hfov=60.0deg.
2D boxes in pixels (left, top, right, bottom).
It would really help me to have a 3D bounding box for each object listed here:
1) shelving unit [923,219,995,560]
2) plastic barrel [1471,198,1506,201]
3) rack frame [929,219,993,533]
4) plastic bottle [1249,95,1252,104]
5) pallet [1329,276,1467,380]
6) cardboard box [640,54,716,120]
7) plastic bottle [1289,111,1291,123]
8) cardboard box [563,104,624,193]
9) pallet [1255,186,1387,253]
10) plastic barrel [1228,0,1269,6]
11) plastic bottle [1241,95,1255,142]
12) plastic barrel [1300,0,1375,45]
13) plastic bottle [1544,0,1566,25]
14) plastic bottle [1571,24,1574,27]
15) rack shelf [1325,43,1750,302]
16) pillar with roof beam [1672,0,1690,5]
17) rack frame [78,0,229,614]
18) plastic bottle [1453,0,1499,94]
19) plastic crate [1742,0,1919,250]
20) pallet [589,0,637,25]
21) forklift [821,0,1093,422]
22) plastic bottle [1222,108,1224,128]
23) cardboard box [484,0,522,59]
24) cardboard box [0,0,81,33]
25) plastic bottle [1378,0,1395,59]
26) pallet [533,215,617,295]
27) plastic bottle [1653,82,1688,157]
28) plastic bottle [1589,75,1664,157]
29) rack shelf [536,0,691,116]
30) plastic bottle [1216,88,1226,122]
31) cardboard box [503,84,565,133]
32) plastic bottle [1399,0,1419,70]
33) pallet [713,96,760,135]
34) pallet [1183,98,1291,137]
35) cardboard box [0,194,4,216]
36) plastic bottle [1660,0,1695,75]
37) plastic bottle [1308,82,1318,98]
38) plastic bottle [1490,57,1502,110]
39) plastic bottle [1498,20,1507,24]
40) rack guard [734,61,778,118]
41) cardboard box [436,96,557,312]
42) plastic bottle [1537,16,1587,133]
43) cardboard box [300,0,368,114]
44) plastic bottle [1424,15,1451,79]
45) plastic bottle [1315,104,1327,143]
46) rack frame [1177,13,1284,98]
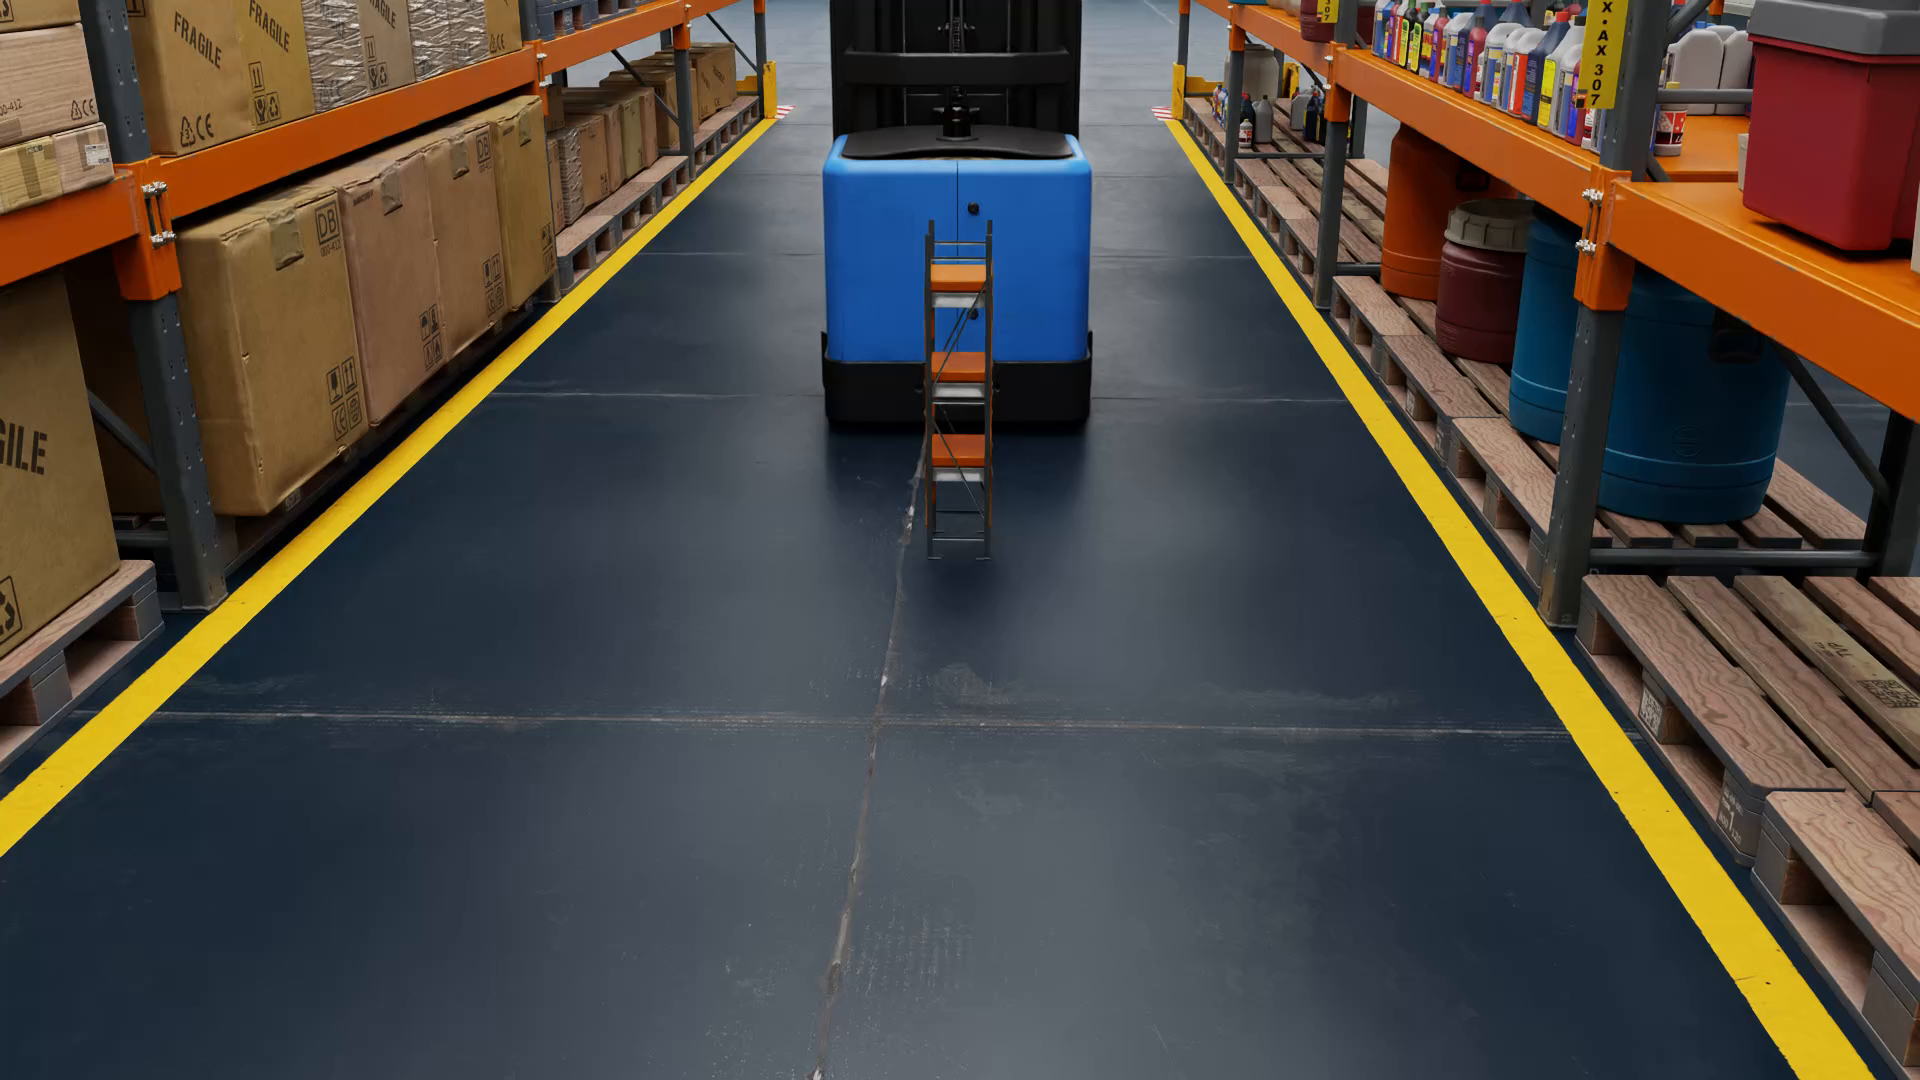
[{"bbox_3d":[-0.002,-0.470,5.289,0.215,1.050,0.252,1,21,2],"label":"shelving unit"},{"bbox_3d":[2.414,-1.251,7.465,0.421,0.512,0.421,0,21,0],"label":"plastic barrel"},{"bbox_3d":[0.002,-0.514,5.403,0.200,1.050,0.008,1,21,2],"label":"rack frame"},{"bbox_3d":[2.312,-3.413,13.324,0.061,0.283,0.133,1,21,2],"label":"plastic bottle"},{"bbox_3d":[2.358,-1.012,7.845,1.003,0.211,1.213,1,21,2],"label":"pallet"},{"bbox_3d":[-2.425,-3.906,14.325,0.500,0.500,0.500,3,21,7],"label":"cardboard box"},{"bbox_3d":[2.801,-3.575,13.856,0.097,0.201,0.097,0,21,0],"label":"plastic bottle"},{"bbox_3d":[-2.579,-2.541,10.780,0.700,0.500,0.500,-1,21,-3],"label":"cardboard box"},{"bbox_3d":[2.442,-2.017,10.435,1.003,0.211,1.213,1,21,2],"label":"pallet"},{"bbox_3d":[2.147,-4.141,11.361,0.600,0.901,0.708,1,21,2],"label":"plastic barrel"},{"bbox_3d":[2.193,-3.250,12.811,0.144,0.351,0.185,0,21,0],"label":"plastic bottle"},{"bbox_3d":[2.051,-2.832,8.492,0.600,0.536,0.708,1,21,2],"label":"plastic barrel"},{"bbox_3d":[2.754,-2.392,7.708,0.061,0.283,0.133,1,21,2],"label":"plastic bottle"},{"bbox_3d":[2.722,-2.194,7.310,0.097,0.201,0.097,0,21,0],"label":"plastic bottle"},{"bbox_3d":[2.279,-1.539,6.342,1.077,0.370,4.000,1,21,2],"label":"rack shelf"},{"bbox_3d":[9.574,-14.471,30.383,9.100,9.000,0.400,1,21,2],"label":"pillar with roof beam"},{"bbox_3d":[-2.732,-1.205,4.489,1.000,3.000,0.127,1,21,2],"label":"rack frame"},{"bbox_3d":[1.953,-1.862,6.250,0.144,0.351,0.185,1,21,2],"label":"plastic bottle"},{"bbox_3d":[1.940,-0.889,3.501,0.402,0.464,0.583,1,21,2],"label":"plastic crate"},{"bbox_3d":[-2.591,-3.278,10.097,1.003,0.211,1.213,1,21,2],"label":"pallet"},{"bbox_3d":[-0.020,-2.312,7.435,1.130,2.935,3.031,0,21,0],"label":"forklift"},{"bbox_3d":[2.194,-3.468,13.580,0.097,0.201,0.097,0,21,0],"label":"plastic bottle"},{"bbox_3d":[-2.378,-2.517,7.731,0.500,0.500,0.500,1,21,3],"label":"cardboard box"},{"bbox_3d":[-2.479,-1.455,3.891,0.500,0.500,0.500,1,21,3],"label":"cardboard box"},{"bbox_3d":[1.973,-2.343,7.598,0.097,0.271,0.097,0,21,0],"label":"plastic bottle"},{"bbox_3d":[-2.586,-1.634,9.449,1.003,0.211,1.213,1,21,2],"label":"pallet"},{"bbox_3d":[2.032,-1.210,4.775,0.097,0.201,0.097,0,21,0],"label":"plastic bottle"},{"bbox_3d":[1.907,-1.239,4.747,0.152,0.276,0.135,1,21,2],"label":"plastic bottle"},{"bbox_3d":[-2.550,-3.039,10.210,1.077,0.370,4.000,1,21,2],"label":"rack shelf"},{"bbox_3d":[2.206,-3.647,13.945,0.097,0.271,0.097,0,21,0],"label":"plastic bottle"},{"bbox_3d":[-2.614,-2.476,9.573,0.500,0.250,0.500,3,21,8],"label":"cardboard box"},{"bbox_3d":[1.940,-2.175,7.148,0.061,0.283,0.133,1,21,2],"label":"plastic bottle"},{"bbox_3d":[-2.430,-3.923,15.349,1.003,0.211,1.213,1,21,2],"label":"pallet"},{"bbox_3d":[2.598,-3.868,15.206,1.003,0.211,1.213,1,21,2],"label":"pallet"},{"bbox_3d":[-2.430,-0.789,3.762,0.380,0.149,0.250,0,21,1],"label":"cardboard box"},{"bbox_3d":[2.663,-1.838,6.187,0.144,0.351,0.185,1,21,2],"label":"plastic bottle"},{"bbox_3d":[2.925,-3.590,13.689,0.144,0.351,0.185,2,21,4],"label":"plastic bottle"},{"bbox_3d":[1.914,-1.610,5.806,0.097,0.201,0.097,0,21,0],"label":"plastic bottle"},{"bbox_3d":[1.986,-1.774,6.132,0.097,0.271,0.097,0,21,0],"label":"plastic bottle"},{"bbox_3d":[-2.370,-4.351,16.053,1.175,0.500,0.348,1,21,2],"label":"rack guard"},{"bbox_3d":[-2.653,-1.608,7.882,1.225,0.875,0.875,0,21,-1],"label":"cardboard box"},{"bbox_3d":[1.919,-1.464,5.223,0.144,0.351,0.185,1,21,2],"label":"plastic bottle"},{"bbox_3d":[-2.438,-1.778,5.827,0.500,0.500,0.500,0,21,0],"label":"cardboard box"},{"bbox_3d":[1.945,-2.009,6.737,0.097,0.271,0.097,0,21,0],"label":"plastic bottle"},{"bbox_3d":[2.785,-3.211,12.804,0.061,0.283,0.133,1,21,2],"label":"plastic bottle"},{"bbox_3d":[2.583,-5.490,15.531,1.000,3.000,0.127,1,21,2],"label":"rack frame"}]
